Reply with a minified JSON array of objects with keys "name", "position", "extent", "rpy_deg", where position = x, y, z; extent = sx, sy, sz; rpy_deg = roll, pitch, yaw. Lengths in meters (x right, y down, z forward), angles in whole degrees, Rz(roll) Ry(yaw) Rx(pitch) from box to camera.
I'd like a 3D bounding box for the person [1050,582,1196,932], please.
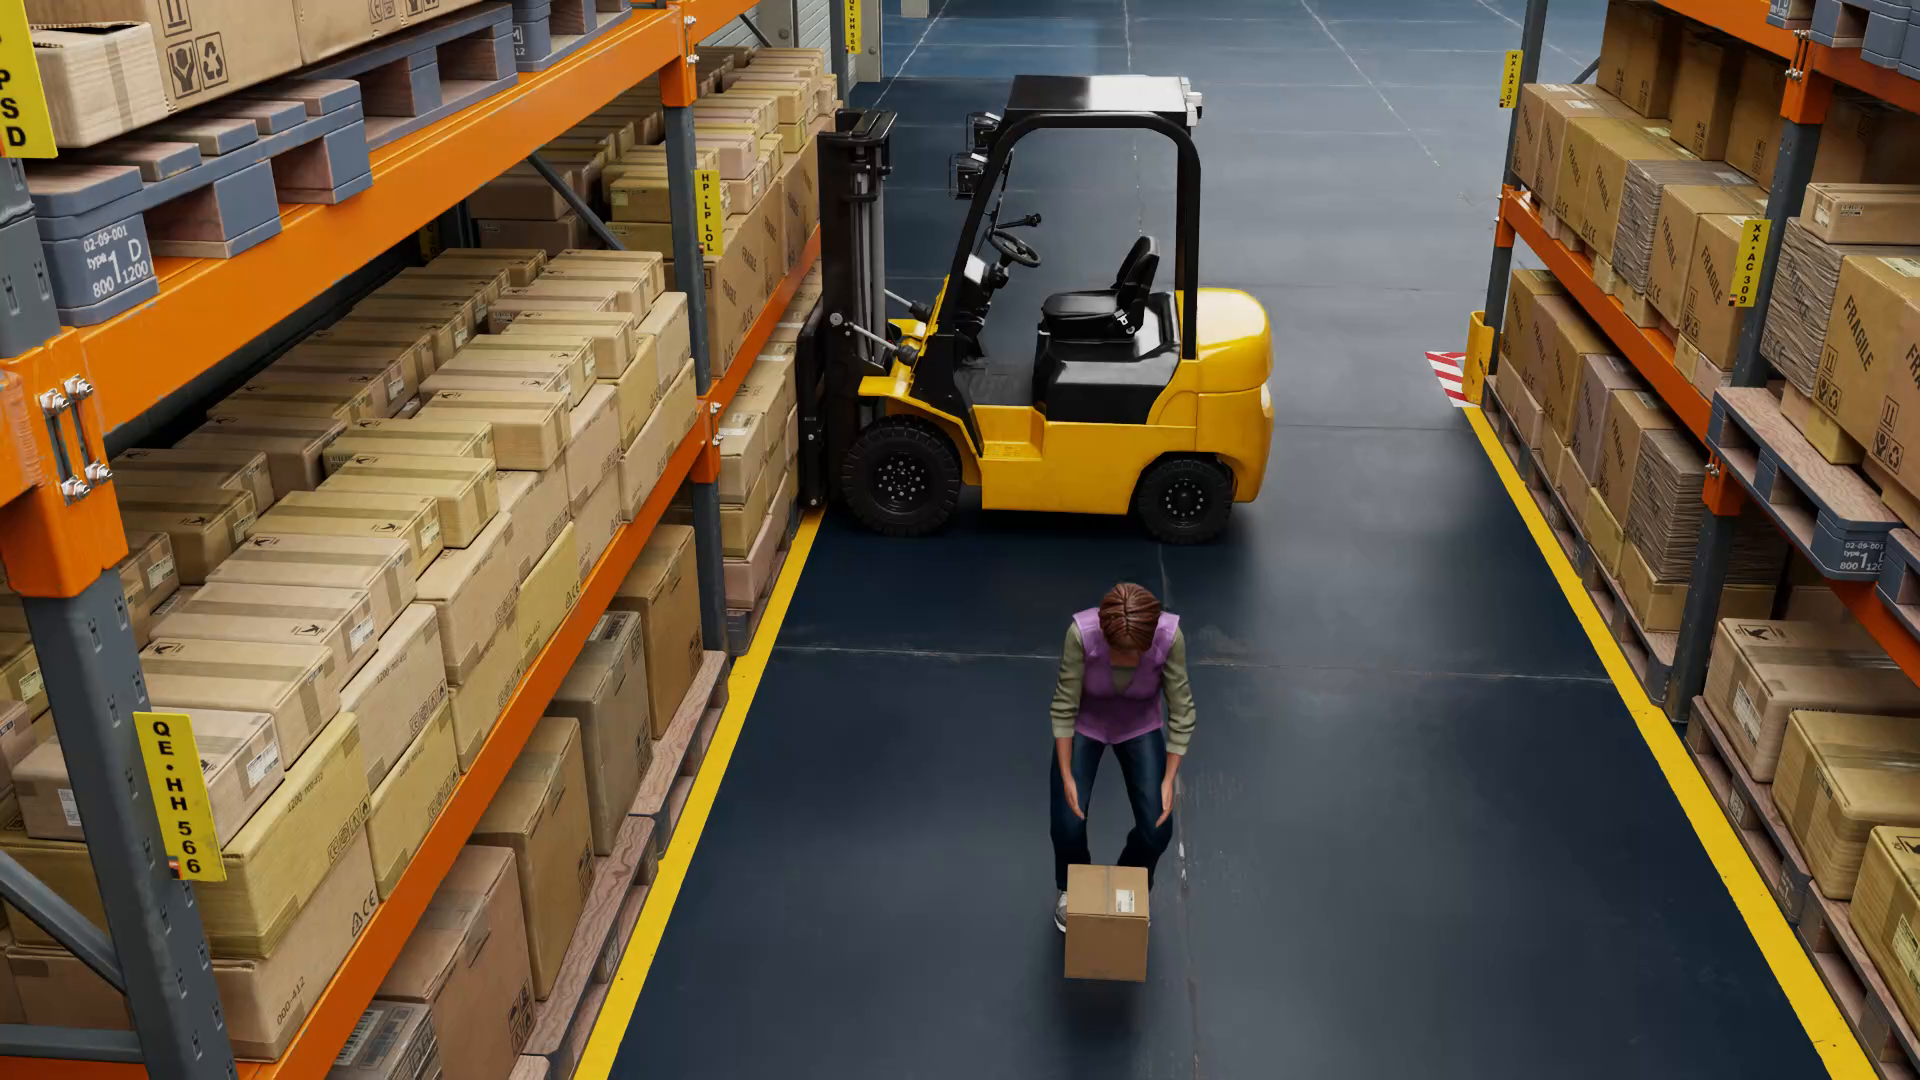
[{"name":"person","position":[0.522,0.691,5.420],"extent":[0.460,1.361,0.601],"rpy_deg":[2,25,4]}]
